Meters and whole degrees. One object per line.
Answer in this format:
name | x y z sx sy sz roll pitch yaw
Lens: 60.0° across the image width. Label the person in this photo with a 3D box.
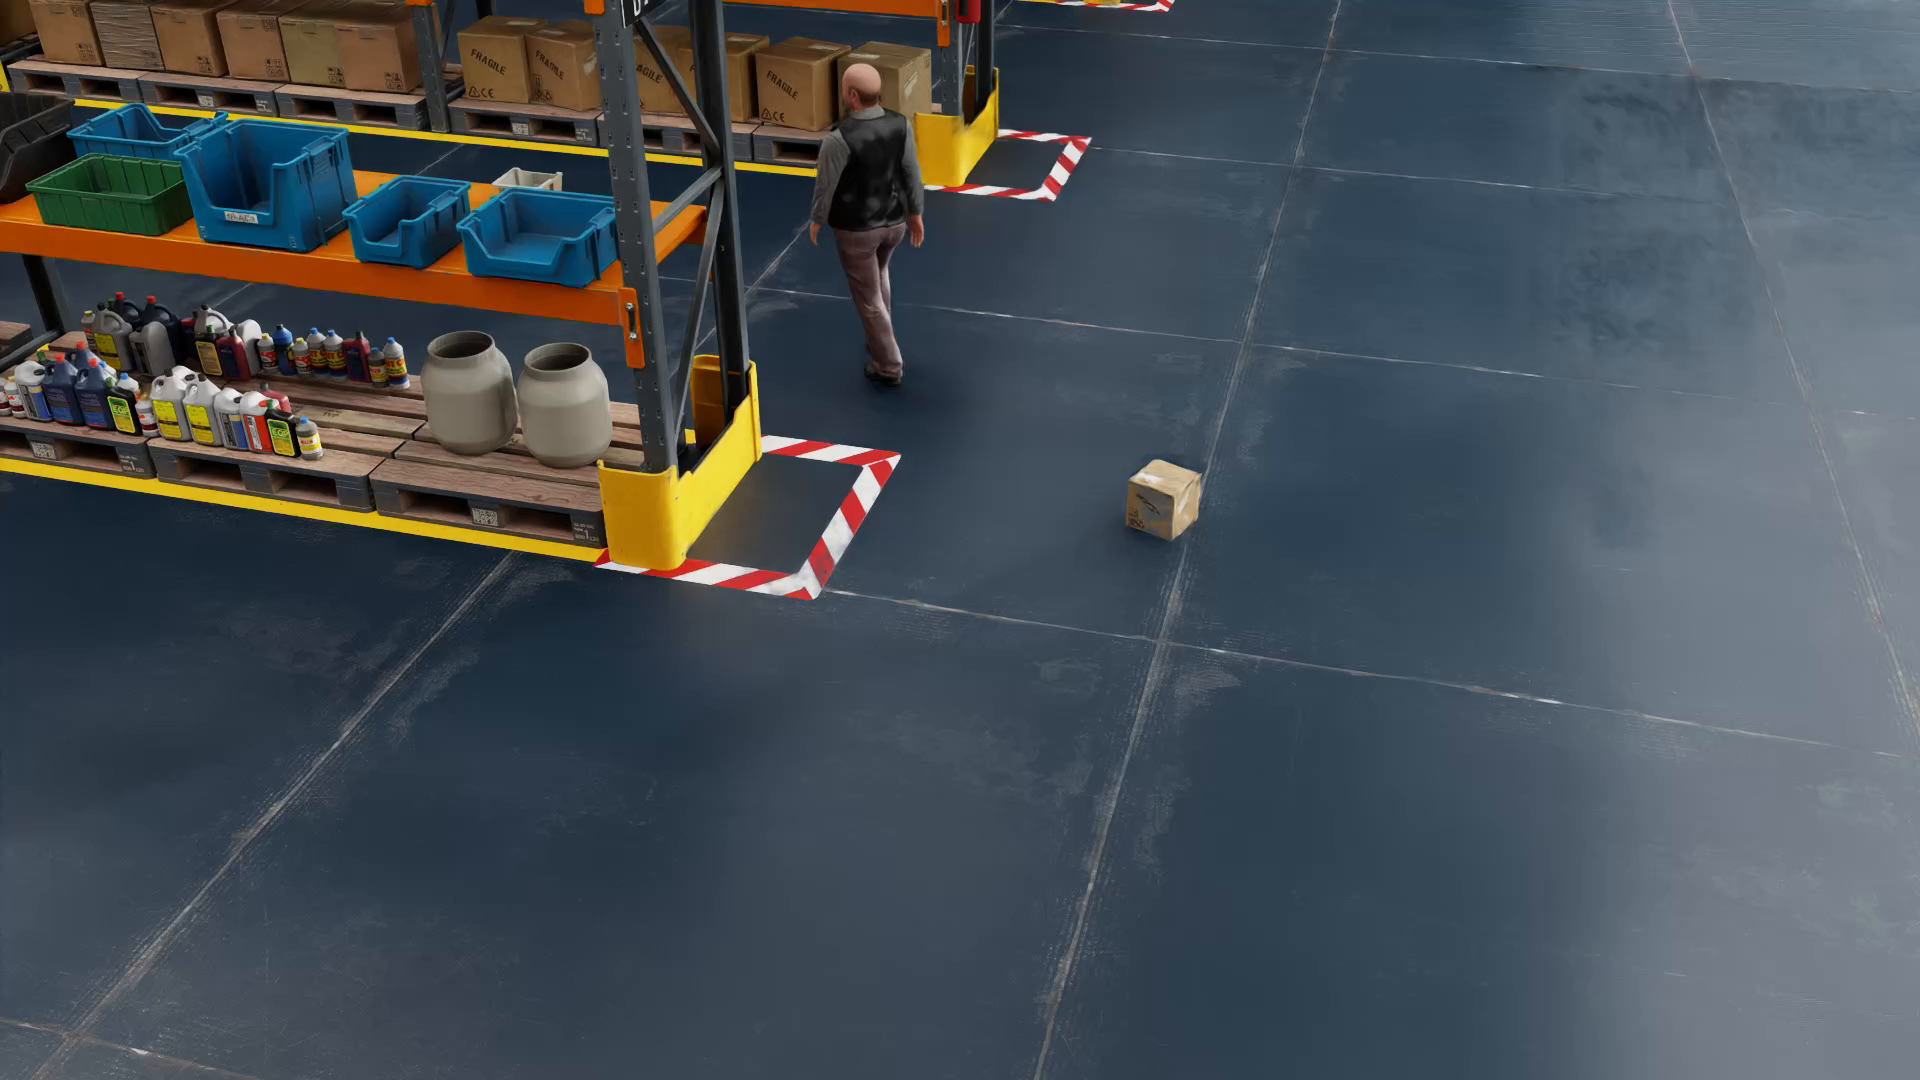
person | -0.502 -1.638 8.738 0.578 1.761 0.635 -22 39 -31
